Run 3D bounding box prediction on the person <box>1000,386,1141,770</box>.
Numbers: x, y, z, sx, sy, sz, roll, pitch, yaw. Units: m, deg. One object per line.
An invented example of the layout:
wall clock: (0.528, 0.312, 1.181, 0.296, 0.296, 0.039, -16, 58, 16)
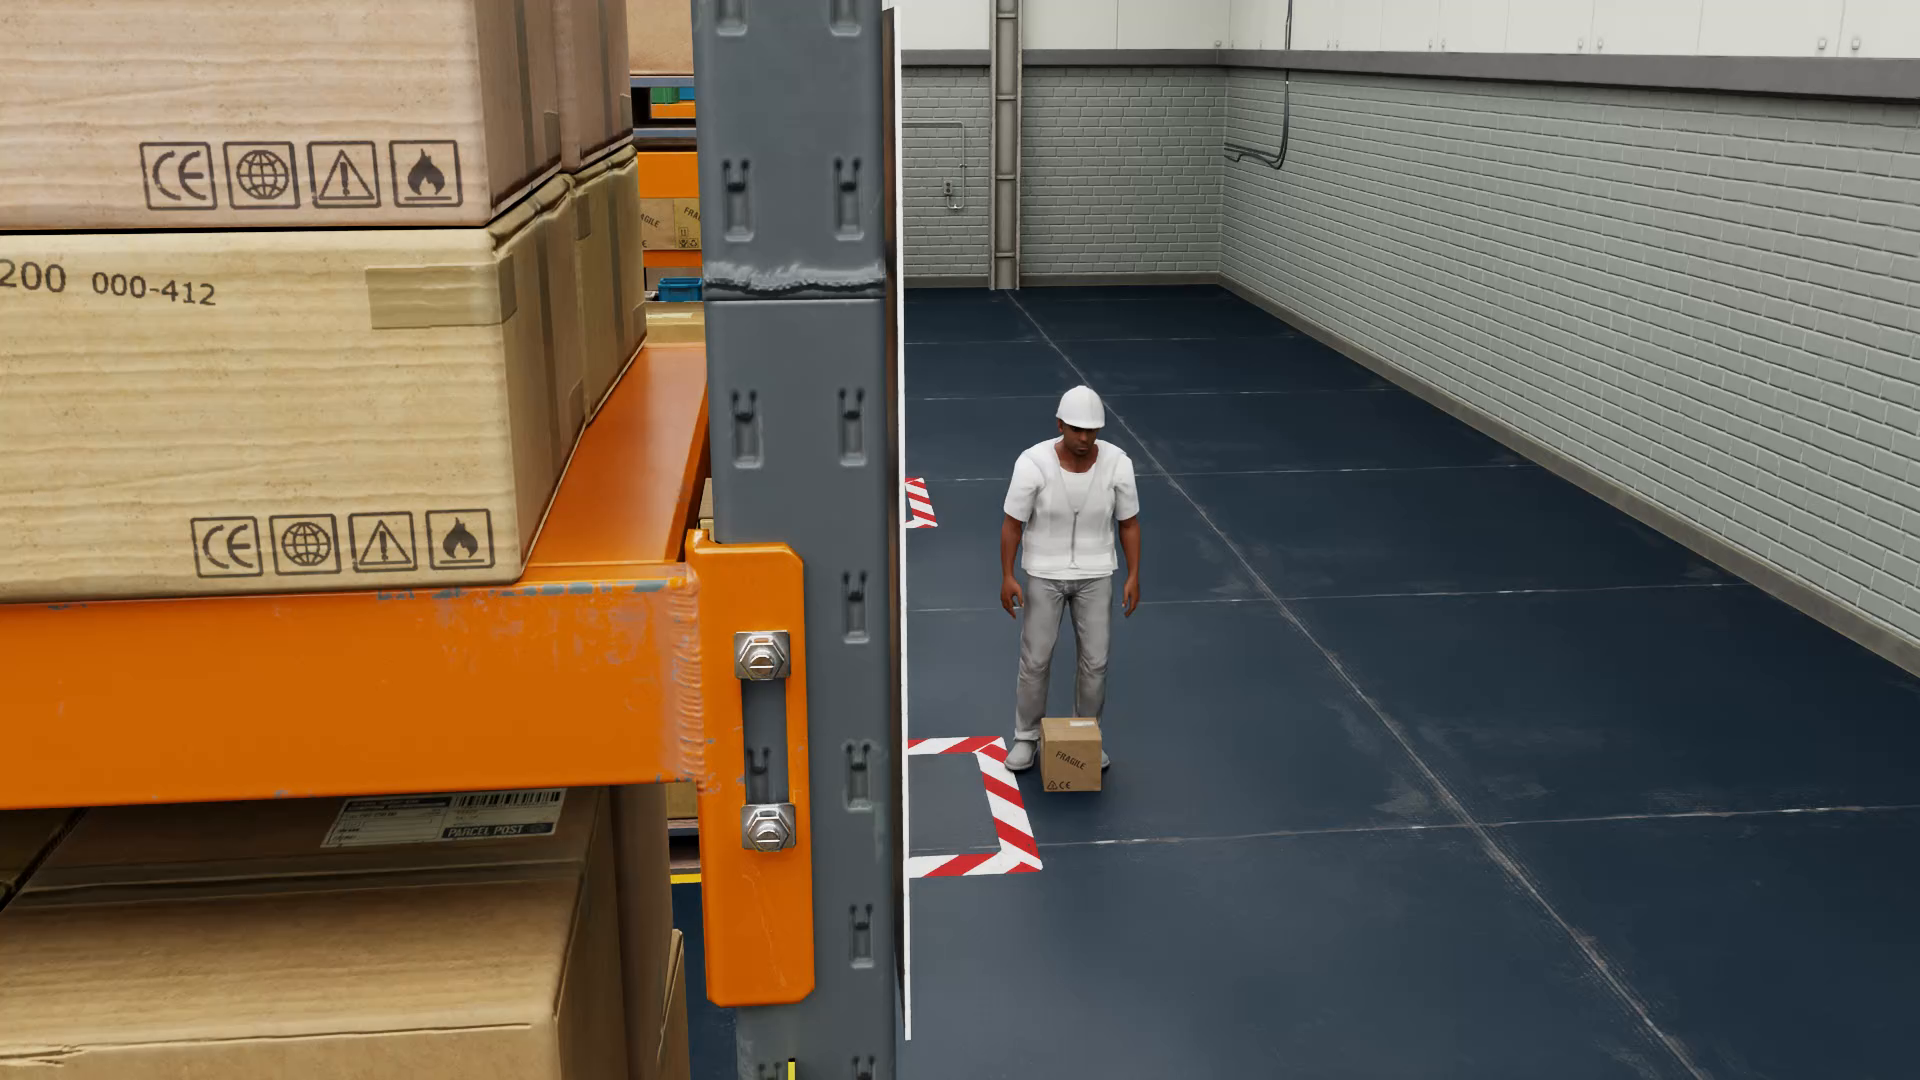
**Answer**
person: (0.496, 0.170, 7.439, 0.635, 1.761, 0.454, -1, 17, -3)
